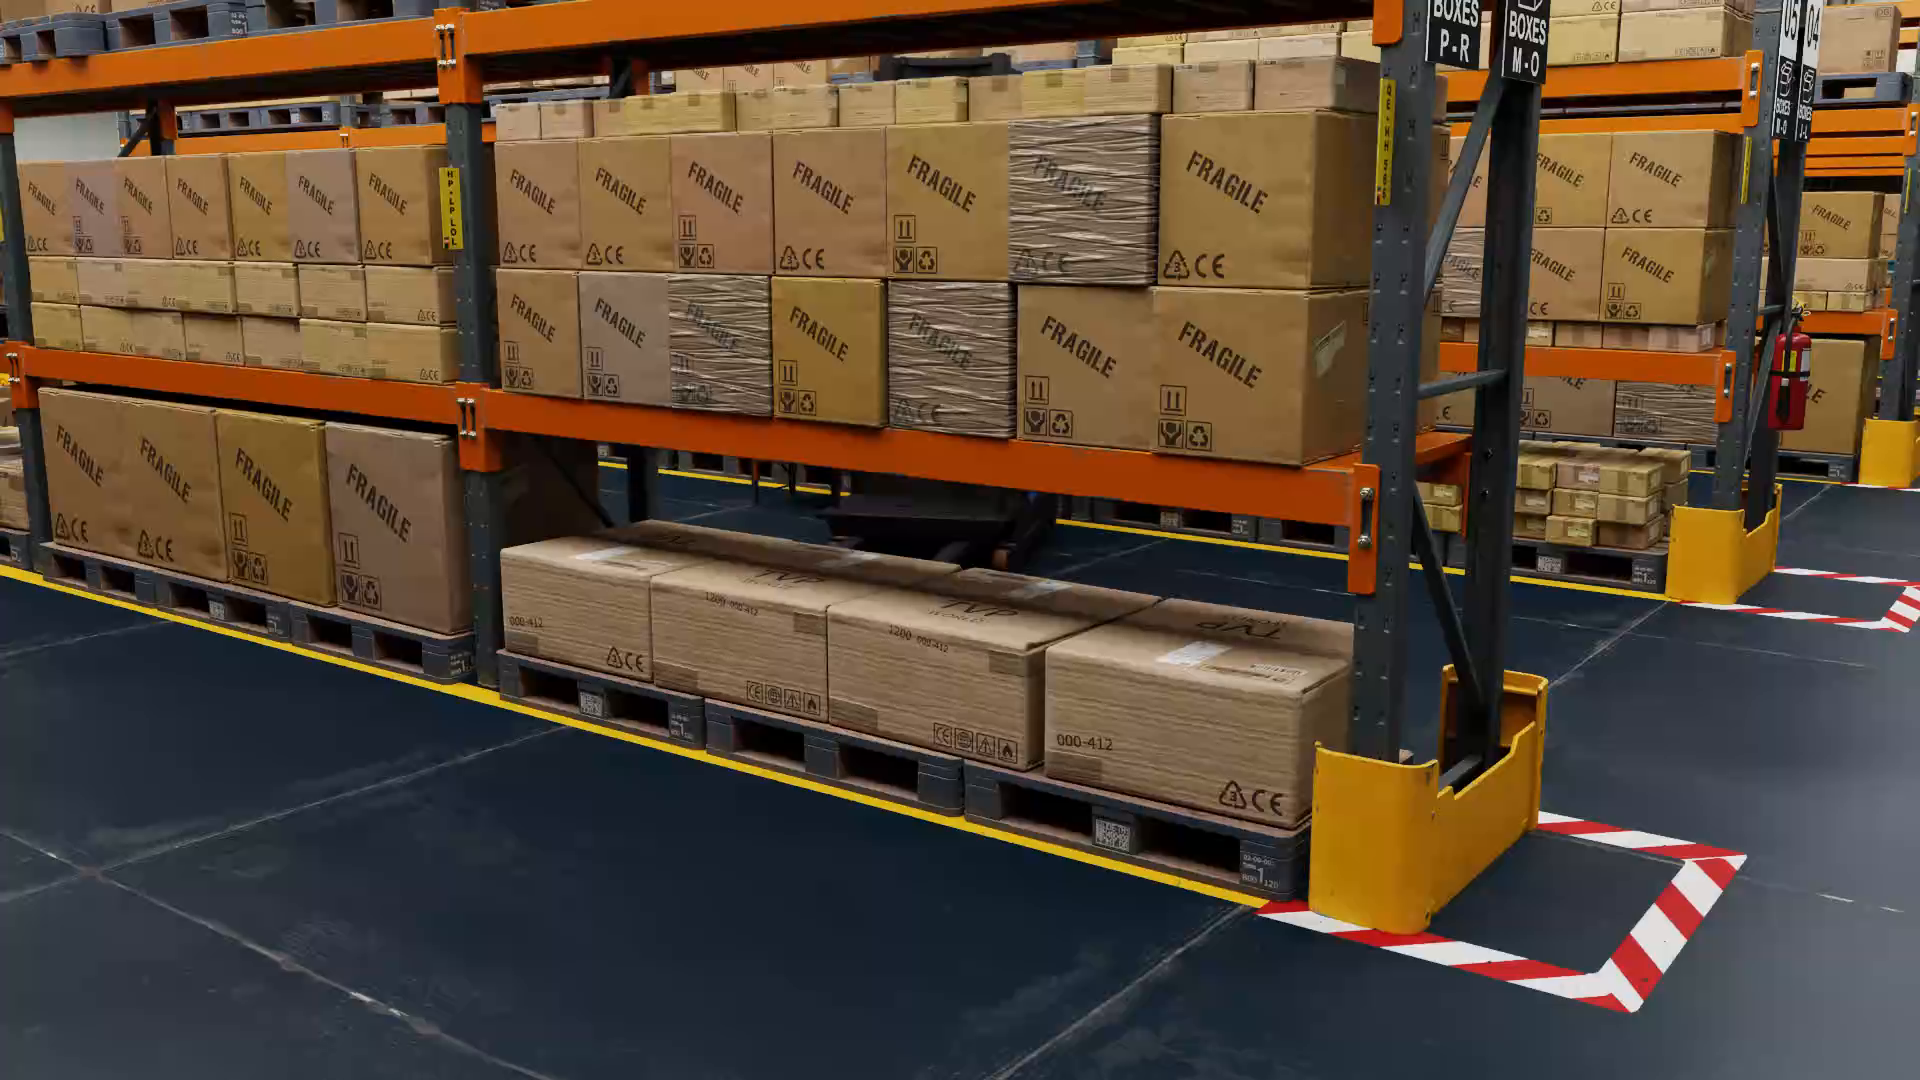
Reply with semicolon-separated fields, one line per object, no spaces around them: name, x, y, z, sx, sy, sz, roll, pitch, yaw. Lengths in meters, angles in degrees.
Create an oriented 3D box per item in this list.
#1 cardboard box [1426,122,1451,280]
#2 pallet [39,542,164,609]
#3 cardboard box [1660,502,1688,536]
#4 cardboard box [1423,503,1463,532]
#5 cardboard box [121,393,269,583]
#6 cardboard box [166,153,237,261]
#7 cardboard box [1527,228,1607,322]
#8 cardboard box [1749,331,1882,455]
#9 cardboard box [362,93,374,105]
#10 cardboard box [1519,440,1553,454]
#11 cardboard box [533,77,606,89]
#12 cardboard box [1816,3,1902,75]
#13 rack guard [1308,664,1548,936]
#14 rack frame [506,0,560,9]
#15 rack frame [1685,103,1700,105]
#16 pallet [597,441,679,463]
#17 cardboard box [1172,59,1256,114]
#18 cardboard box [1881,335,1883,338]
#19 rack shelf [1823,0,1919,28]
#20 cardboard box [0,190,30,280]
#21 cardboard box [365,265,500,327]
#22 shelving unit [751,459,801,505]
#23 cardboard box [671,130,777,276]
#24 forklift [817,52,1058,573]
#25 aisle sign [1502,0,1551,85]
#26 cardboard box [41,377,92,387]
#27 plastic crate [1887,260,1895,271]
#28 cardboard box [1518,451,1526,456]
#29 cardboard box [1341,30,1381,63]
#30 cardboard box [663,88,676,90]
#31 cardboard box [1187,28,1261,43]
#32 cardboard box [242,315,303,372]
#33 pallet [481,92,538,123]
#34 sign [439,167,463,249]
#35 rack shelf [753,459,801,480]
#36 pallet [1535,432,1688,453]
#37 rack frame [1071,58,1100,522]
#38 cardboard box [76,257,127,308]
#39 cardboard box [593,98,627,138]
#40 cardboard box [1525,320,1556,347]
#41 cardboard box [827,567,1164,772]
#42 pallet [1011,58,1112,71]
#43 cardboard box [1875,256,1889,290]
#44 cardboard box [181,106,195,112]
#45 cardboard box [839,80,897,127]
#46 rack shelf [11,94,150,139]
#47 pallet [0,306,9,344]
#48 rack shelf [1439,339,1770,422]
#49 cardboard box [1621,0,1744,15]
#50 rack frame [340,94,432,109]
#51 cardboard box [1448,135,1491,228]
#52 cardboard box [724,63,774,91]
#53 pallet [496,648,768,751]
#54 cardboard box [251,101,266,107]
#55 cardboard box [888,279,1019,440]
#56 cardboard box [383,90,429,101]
cardboard box;1.250;-1.093;5.387;0.500;0.500;0.500;8;13;34
pallet;-4.389;0.114;9.384;1.213;0.211;1.003;8;13;36
cardboard box;4.084;-0.139;9.752;0.250;0.149;0.380;8;14;37
cardboard box;2.890;-0.160;9.858;0.250;0.149;0.380;7;13;33
cardboard box;-3.756;-0.327;8.810;0.875;0.875;0.875;8;14;36
cardboard box;-3.509;-1.630;8.162;0.500;0.500;0.500;8;14;36
cardboard box;3.390;-1.490;9.286;0.500;0.500;0.500;8;13;35
cardboard box;6.771;-1.195;13.300;0.875;0.875;0.875;8;13;36
cardboard box;-5.658;-4.300;16.256;0.250;0.149;0.380;8;14;36
cardboard box;3.426;-0.510;10.102;0.250;0.149;0.380;7;13;33
cardboard box;-3.152;-3.880;13.657;0.500;0.311;0.500;8;13;36
cardboard box;6.883;-3.800;12.745;0.500;0.500;0.700;7;13;32
rack guard;1.487;0.774;5.211;0.348;0.500;1.175;8;13;36
rack frame;-5.562;-6.717;21.558;0.127;3.000;1.000;8;13;36
rack frame;9.976;-6.884;22.421;0.127;3.000;1.000;8;13;36
pallet;-2.722;-0.855;14.395;1.213;0.211;1.003;8;13;36
cardboard box;0.841;-1.349;5.000;0.250;0.149;0.380;8;14;37
cardboard box;12.124;-2.572;22.007;0.500;0.250;0.500;8;13;36
rack shelf;8.653;-5.352;17.448;4.000;0.370;1.077;8;13;36
cardboard box;-5.511;-1.765;9.603;0.500;0.500;0.500;7;13;34
cardboard box;-2.255;-1.089;7.343;0.500;0.250;0.500;8;13;35
shelving unit;-0.903;-0.797;11.687;1.048;1.125;0.538;6;13;29
cardboard box;-0.706;-1.238;6.134;0.500;0.500;0.500;8;14;37
forklift;-0.180;-1.305;9.557;1.130;2.935;3.031;3;11;13
aisle sign;1.698;-1.768;4.928;0.004;0.787;0.394;8;13;36
cardboard box;-7.175;-1.225;13.553;0.500;0.500;0.500;8;13;36
plastic crate;9.731;-2.830;17.546;0.300;0.233;0.416;8;13;36
cardboard box;3.116;-0.430;9.687;0.250;0.149;0.380;7;13;33
cardboard box;2.546;-2.805;9.631;0.500;0.250;0.500;9;14;38
cardboard box;-2.585;-3.923;13.881;0.500;0.311;0.500;8;14;36
cardboard box;1.737;-3.171;10.207;0.500;0.250;0.500;8;13;35
cardboard box;-3.072;-0.961;7.993;0.500;0.250;0.500;8;13;34
pallet;-3.585;-3.694;14.325;1.213;0.211;1.003;9;14;38
sign;-2.069;-1.351;6.774;0.005;0.325;0.100;8;13;36
rack shelf;-0.902;-0.557;11.733;1.000;0.278;0.538;6;13;29
pallet;5.664;-0.819;14.207;1.213;0.211;1.003;8;13;36
rack frame;1.092;-1.674;11.288;0.127;3.000;1.000;8;13;36
cardboard box;-4.302;-1.374;8.812;0.500;0.250;0.500;8;14;37
cardboard box;-1.208;-1.640;6.506;0.250;0.149;0.380;8;13;35
cardboard box;3.278;-1.180;9.391;0.250;0.149;0.380;8;14;37
cardboard box;0.134;0.436;6.021;0.875;0.438;0.875;8;14;37
pallet;0.658;-3.141;11.464;1.003;0.211;1.213;8;13;36
cardboard box;7.107;-2.140;13.308;0.500;0.250;0.500;8;13;34
cardboard box;-7.679;-4.427;16.911;0.250;0.149;0.380;8;14;36
cardboard box;-0.201;-1.491;5.737;0.250;0.149;0.380;8;14;37
rack shelf;-6.592;-2.699;10.582;4.000;0.370;1.077;8;13;36
pallet;-5.618;-1.325;9.985;1.003;0.211;1.213;8;13;36
rack shelf;2.704;-1.096;10.194;4.000;0.370;1.077;8;13;36
cardboard box;3.795;-2.882;8.711;0.500;0.250;0.500;7;13;34
rack frame;-5.356;-5.519;15.367;0.127;3.000;1.000;8;13;36
cardboard box;2.968;-2.038;9.489;0.500;0.500;0.500;9;14;38
cardboard box;-1.422;-3.486;12.491;0.500;0.500;0.500;8;13;36
pallet;-1.189;0.561;7.073;1.213;0.211;1.003;8;13;36
cardboard box;-6.657;-4.285;16.175;0.250;0.149;0.380;8;14;36
cardboard box;0.107;-0.633;5.644;0.500;0.500;0.500;8;14;37
cardboard box;-5.017;-4.130;15.067;0.396;0.266;0.258;8;13;35
